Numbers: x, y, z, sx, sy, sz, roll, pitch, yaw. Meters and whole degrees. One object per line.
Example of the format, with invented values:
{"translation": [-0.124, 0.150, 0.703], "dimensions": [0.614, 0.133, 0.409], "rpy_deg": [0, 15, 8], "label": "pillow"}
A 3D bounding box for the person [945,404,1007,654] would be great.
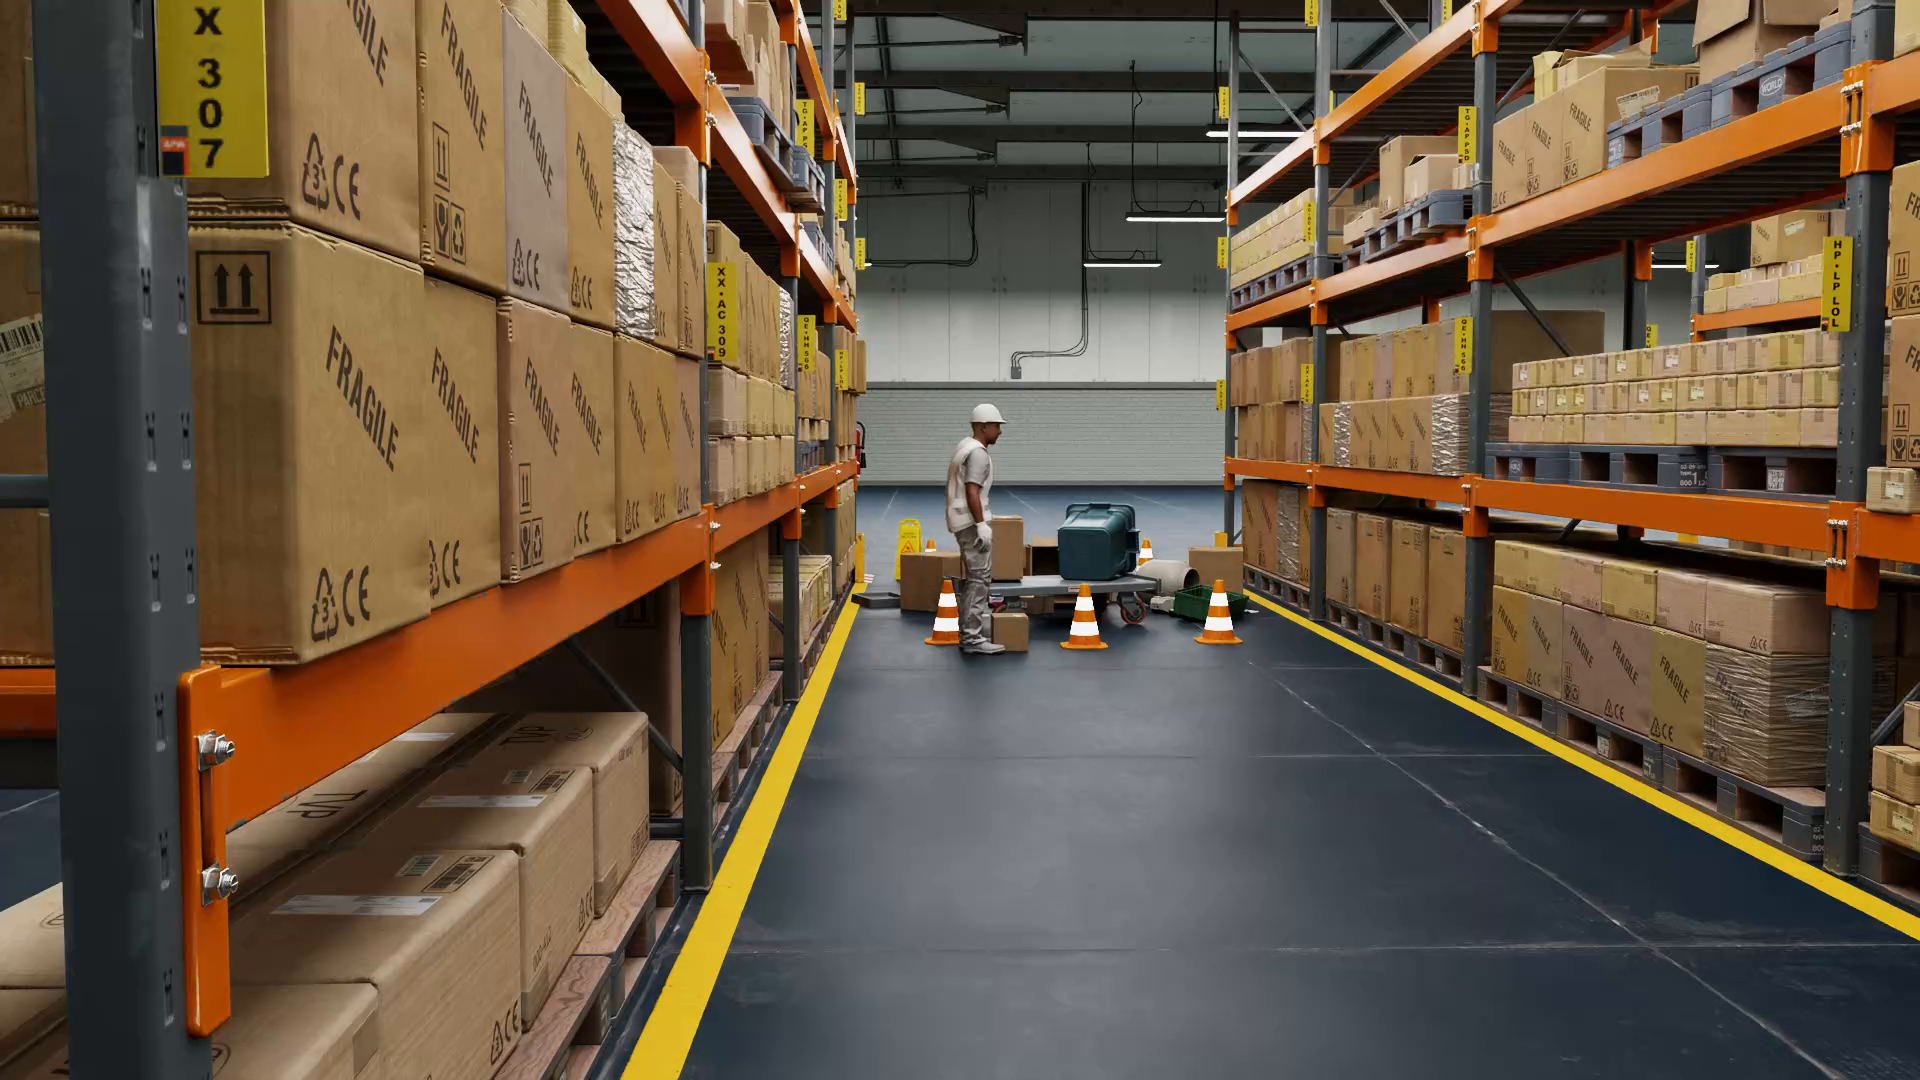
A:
{"translation": [0.122, -0.088, 11.955], "dimensions": [0.447, 1.774, 0.616], "rpy_deg": [0, 4, -5], "label": "person"}
